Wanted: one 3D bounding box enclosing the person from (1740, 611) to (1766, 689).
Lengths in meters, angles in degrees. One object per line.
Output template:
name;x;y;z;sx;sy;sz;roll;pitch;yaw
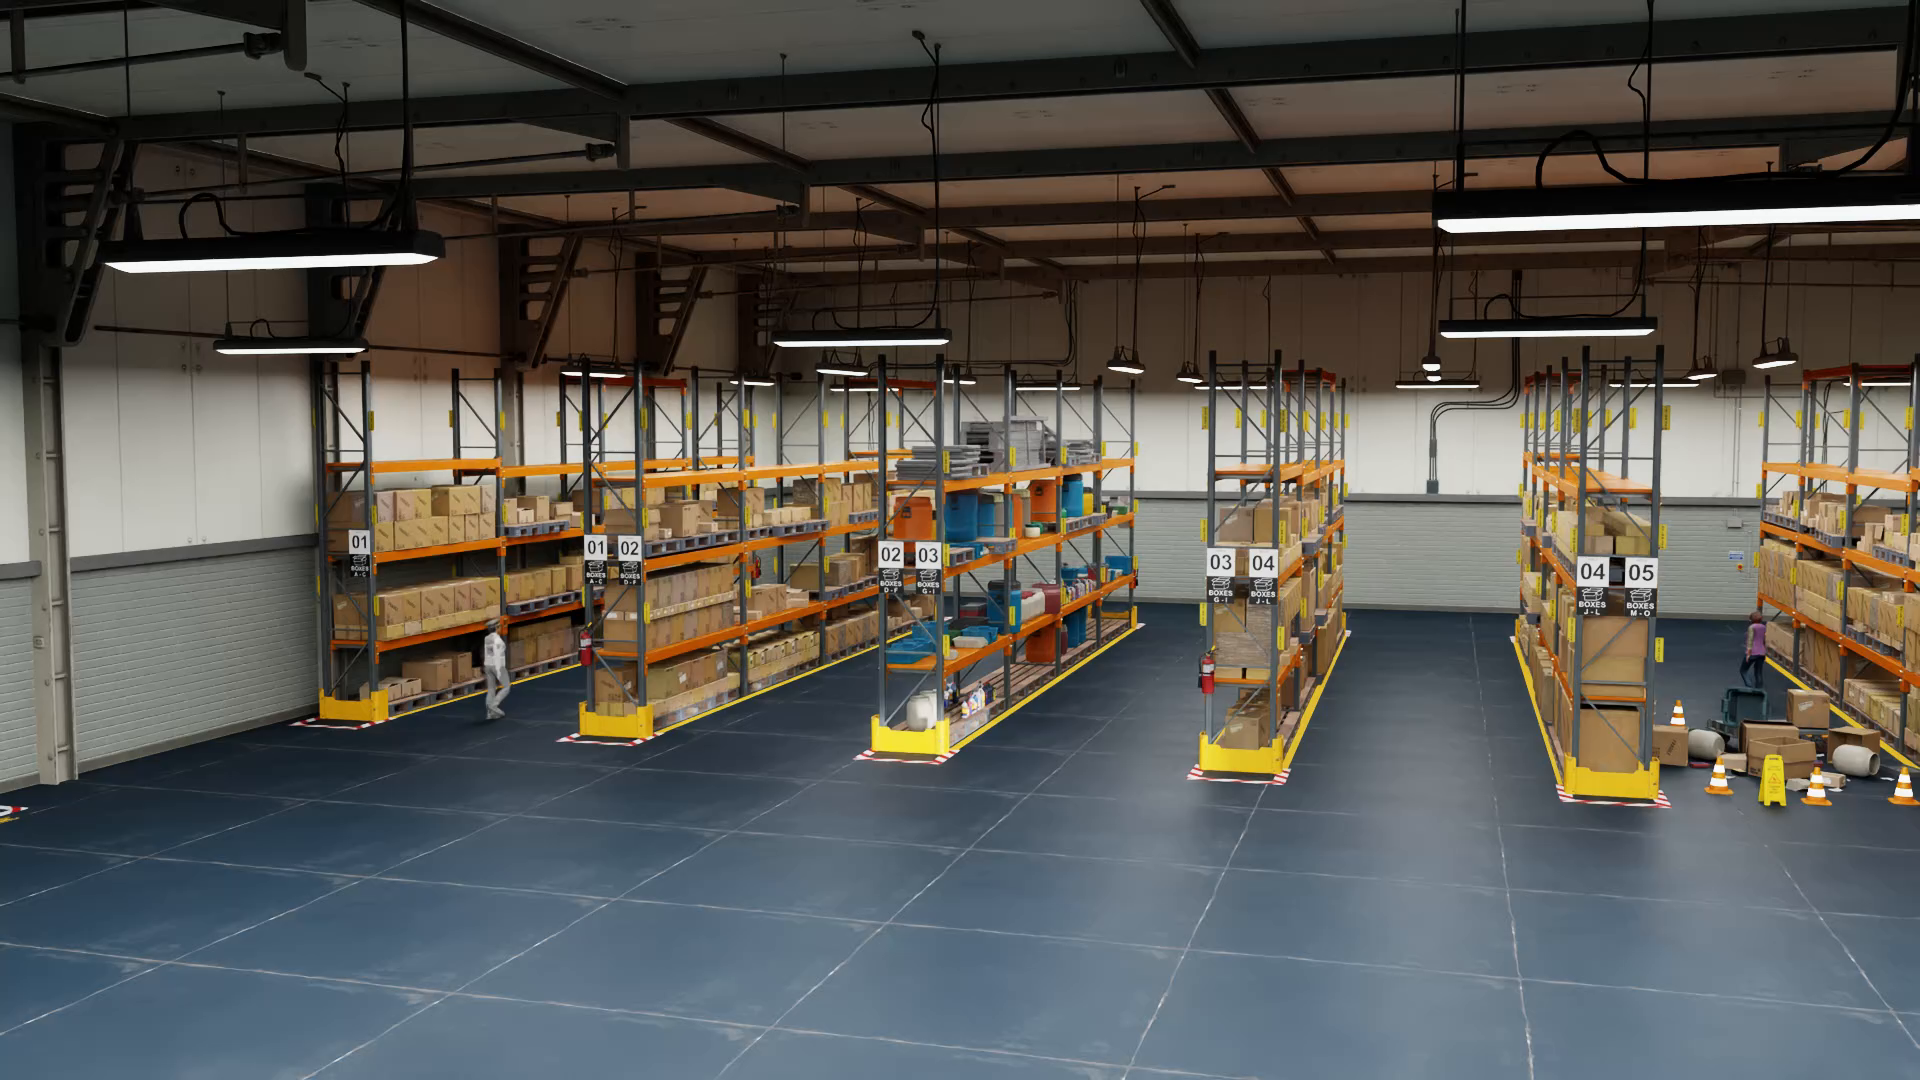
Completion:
person;14.275;2.079;29.844;0.446;1.612;0.372;-1;4;-18

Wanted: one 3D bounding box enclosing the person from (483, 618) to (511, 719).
person;-7.839;2.160;27.976;0.528;1.676;0.485;2;5;27

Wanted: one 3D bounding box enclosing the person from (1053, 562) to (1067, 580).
person;2.404;1.352;38.898;1.087;1.706;0.534;-4;6;-44
